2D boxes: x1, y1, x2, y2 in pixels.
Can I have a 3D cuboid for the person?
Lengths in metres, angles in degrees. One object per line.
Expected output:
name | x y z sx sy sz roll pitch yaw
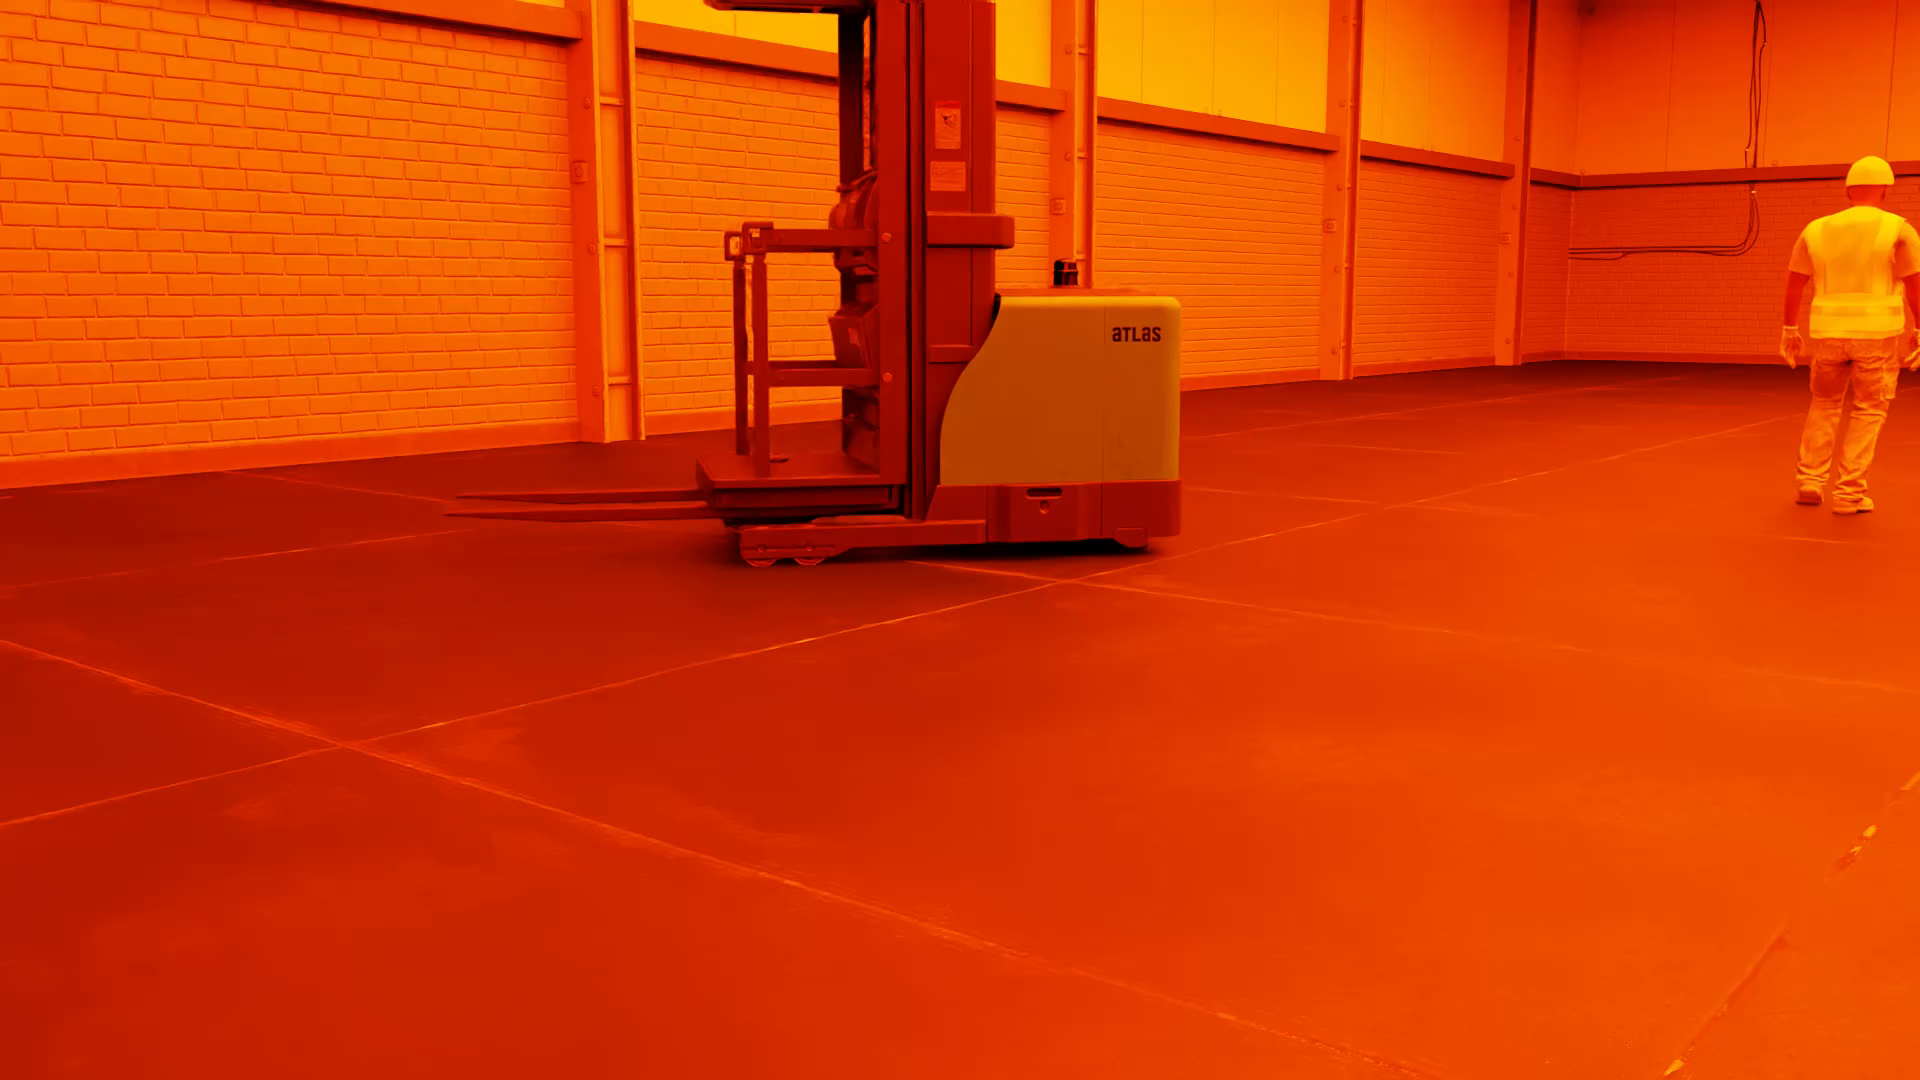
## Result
person | 4.525 -1.001 8.383 0.503 1.827 0.659 -7 11 -41

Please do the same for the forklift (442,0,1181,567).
forklift | -0.632 -1.424 7.012 3.031 2.935 1.130 -2 9 -12
